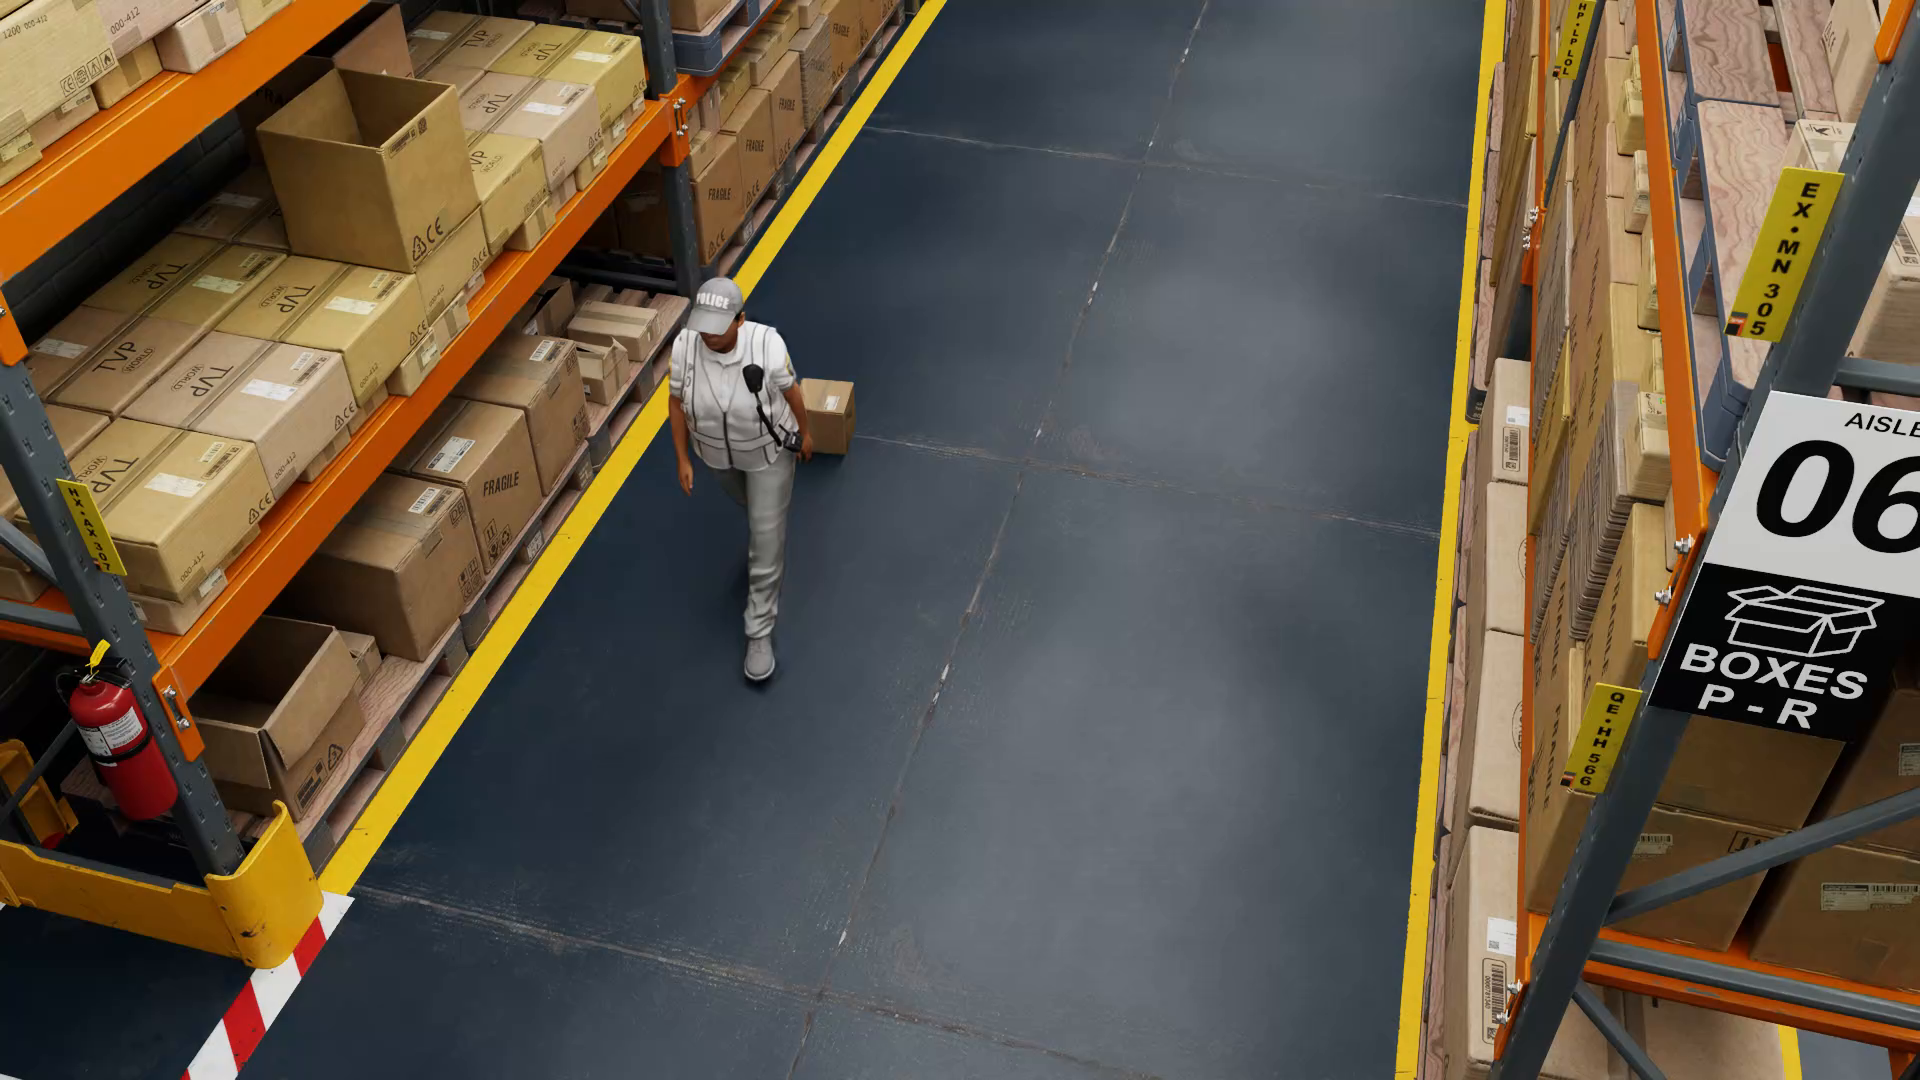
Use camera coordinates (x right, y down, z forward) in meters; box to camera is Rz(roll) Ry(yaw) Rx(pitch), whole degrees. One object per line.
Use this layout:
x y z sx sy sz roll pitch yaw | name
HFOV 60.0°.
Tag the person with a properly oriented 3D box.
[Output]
-0.881 -0.351 6.552 0.506 1.598 0.963 8 42 9 | person
